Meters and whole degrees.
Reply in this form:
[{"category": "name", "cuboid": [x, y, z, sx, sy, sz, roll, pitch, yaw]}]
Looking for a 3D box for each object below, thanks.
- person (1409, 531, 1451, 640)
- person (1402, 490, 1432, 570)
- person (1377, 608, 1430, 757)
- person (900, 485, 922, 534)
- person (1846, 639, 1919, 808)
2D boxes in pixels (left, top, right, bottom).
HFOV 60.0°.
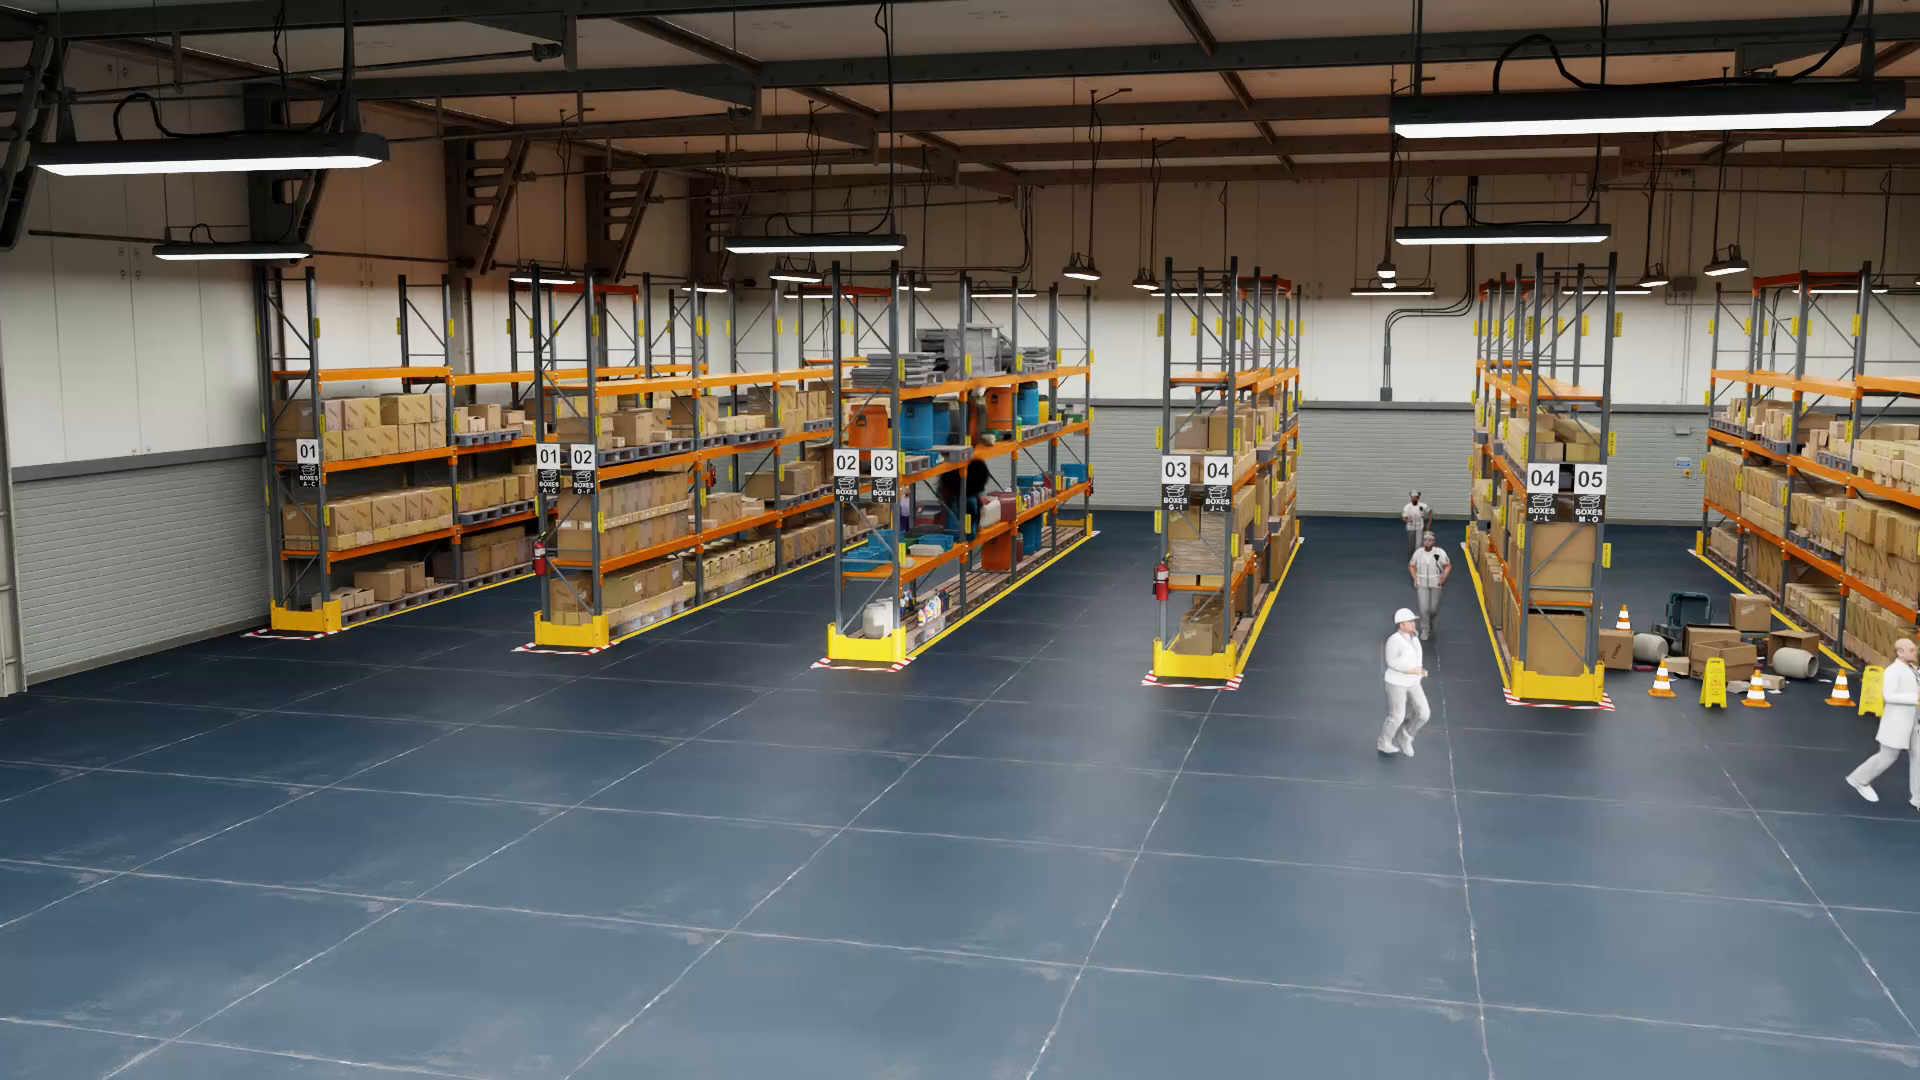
[{"category": "person", "cuboid": [7.635, 0.719, 27.063, 0.658, 1.763, 0.591, 3, 8, 20]}, {"category": "person", "cuboid": [9.453, -0.201, 34.433, 0.582, 1.676, 0.842, 3, 8, 21]}, {"category": "person", "cuboid": [5.219, 1.686, 19.413, 0.685, 1.793, 0.692, -5, 9, -37]}, {"category": "person", "cuboid": [-1.147, -0.405, 36.535, 0.613, 1.598, 0.586, 0, 7, 0]}, {"category": "person", "cuboid": [9.760, 1.916, 17.270, 0.698, 1.808, 0.986, -4, 8, -31]}]
